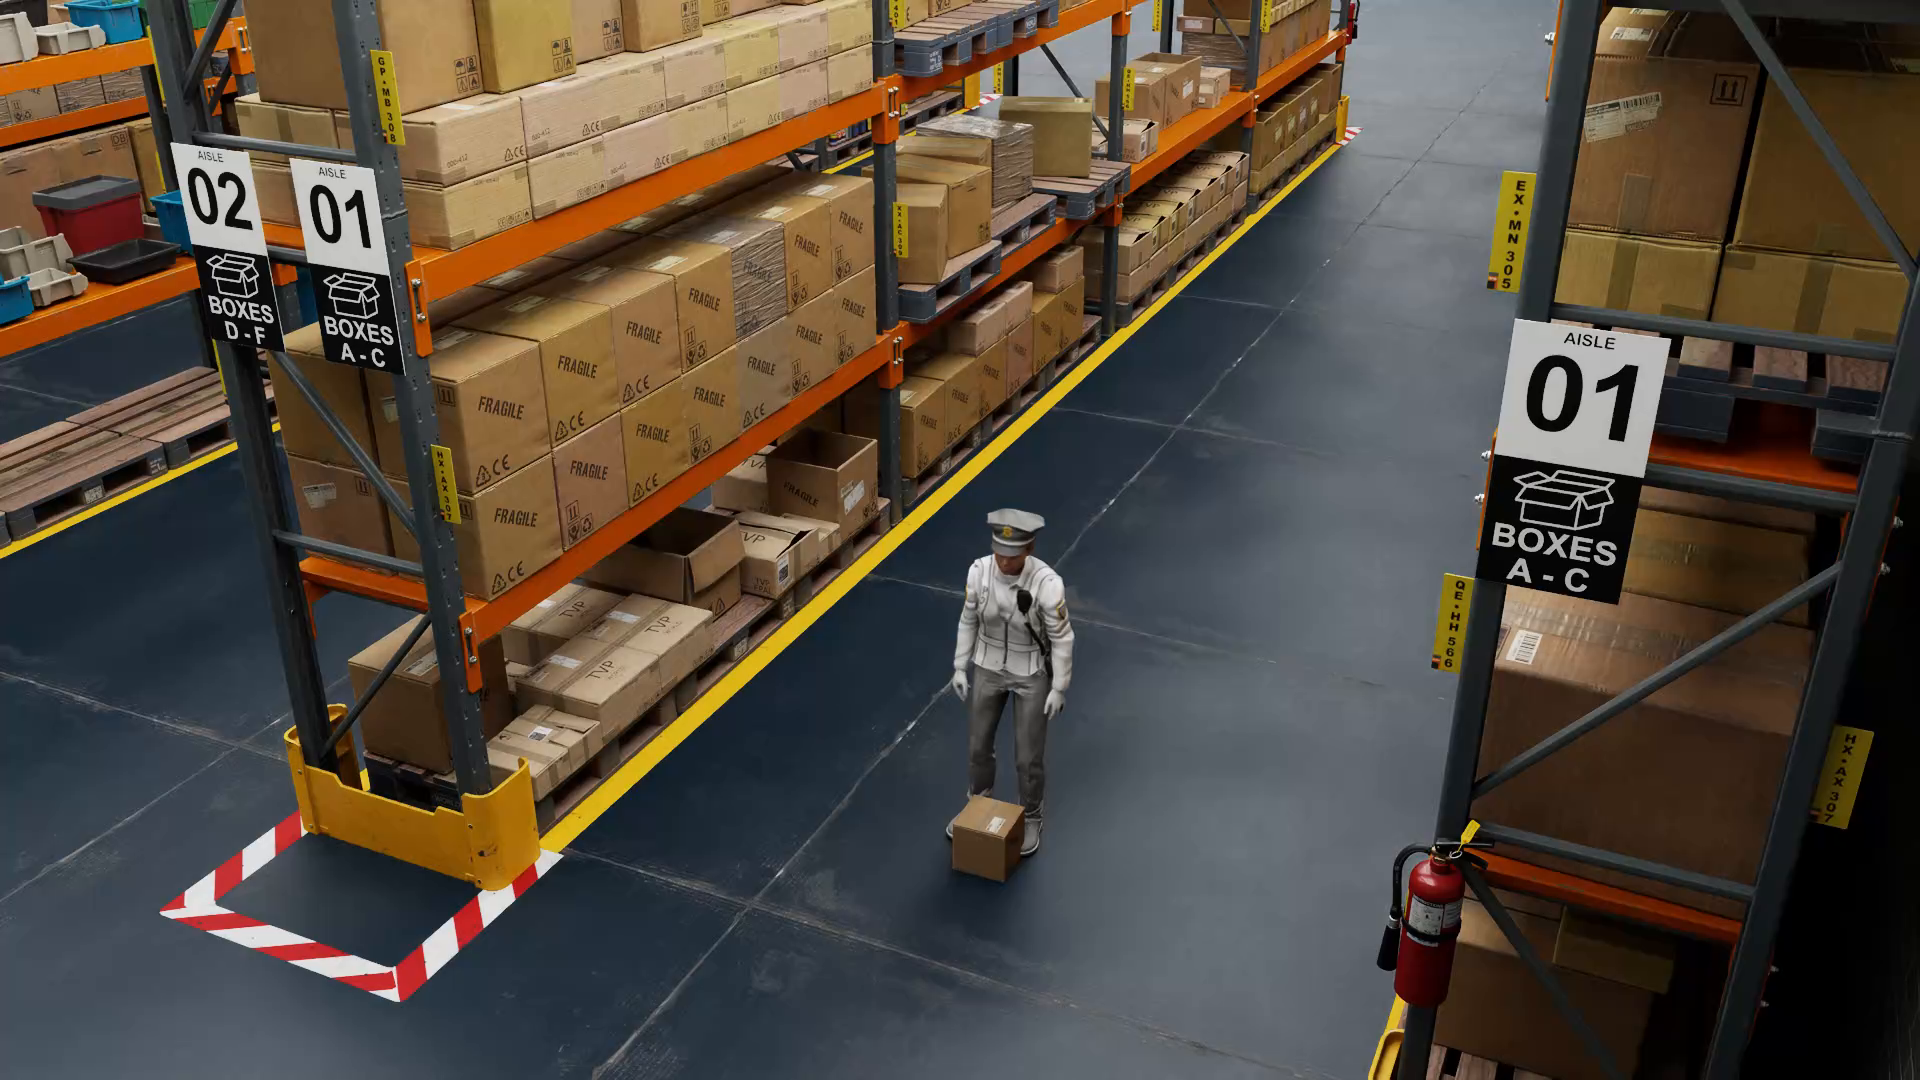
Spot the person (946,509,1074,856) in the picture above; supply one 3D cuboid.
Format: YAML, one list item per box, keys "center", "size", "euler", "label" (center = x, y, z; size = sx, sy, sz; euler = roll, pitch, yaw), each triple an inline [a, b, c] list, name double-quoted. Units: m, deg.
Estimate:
- center: [0.230, 0.612, 7.367]
  size: [0.544, 1.666, 0.370]
  euler: [10, 28, 20]
  label: "person"
